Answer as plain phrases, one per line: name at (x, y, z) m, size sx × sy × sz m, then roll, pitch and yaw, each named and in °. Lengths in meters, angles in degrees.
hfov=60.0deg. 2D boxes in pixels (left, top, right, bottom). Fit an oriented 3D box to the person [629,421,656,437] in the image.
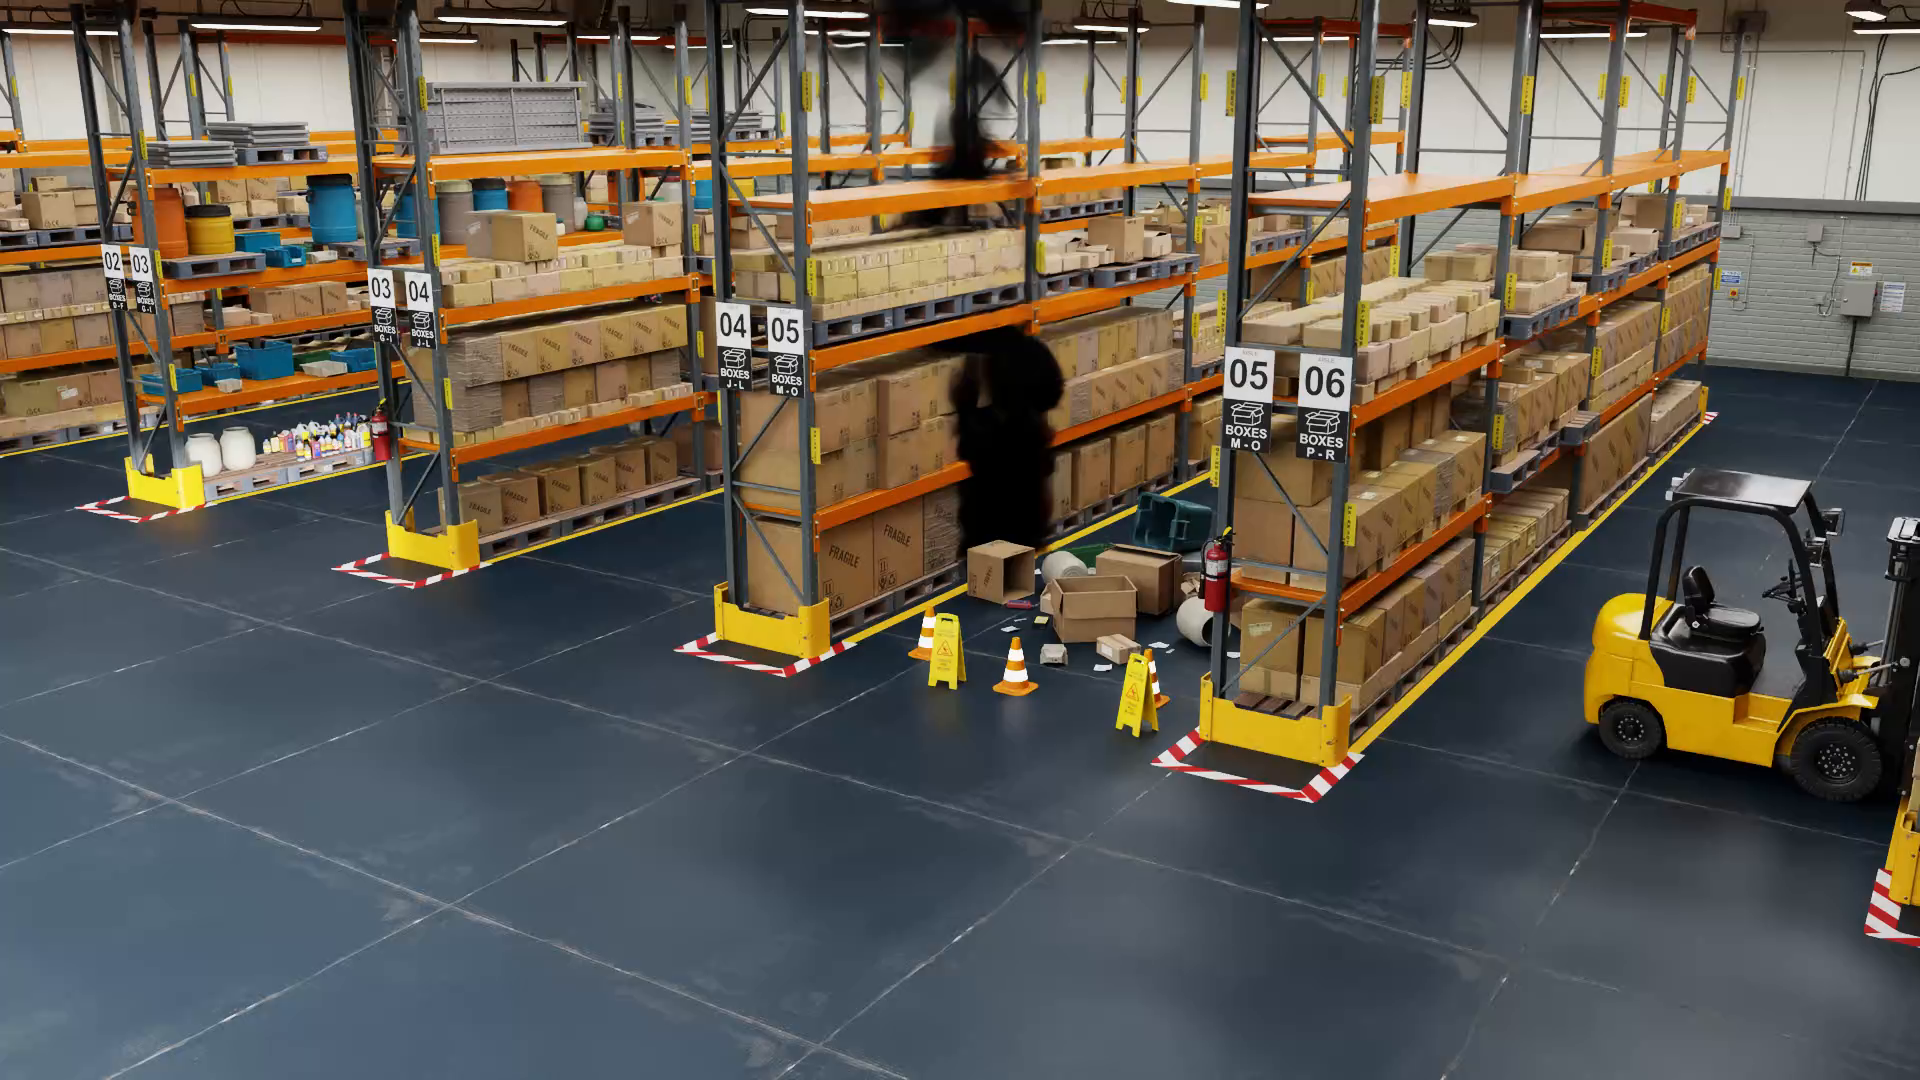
person at (-4.382, -1.936, 23.123) m, size 0.615 × 1.676 × 0.603 m, roll 10°, pitch 18°, yaw 32°
